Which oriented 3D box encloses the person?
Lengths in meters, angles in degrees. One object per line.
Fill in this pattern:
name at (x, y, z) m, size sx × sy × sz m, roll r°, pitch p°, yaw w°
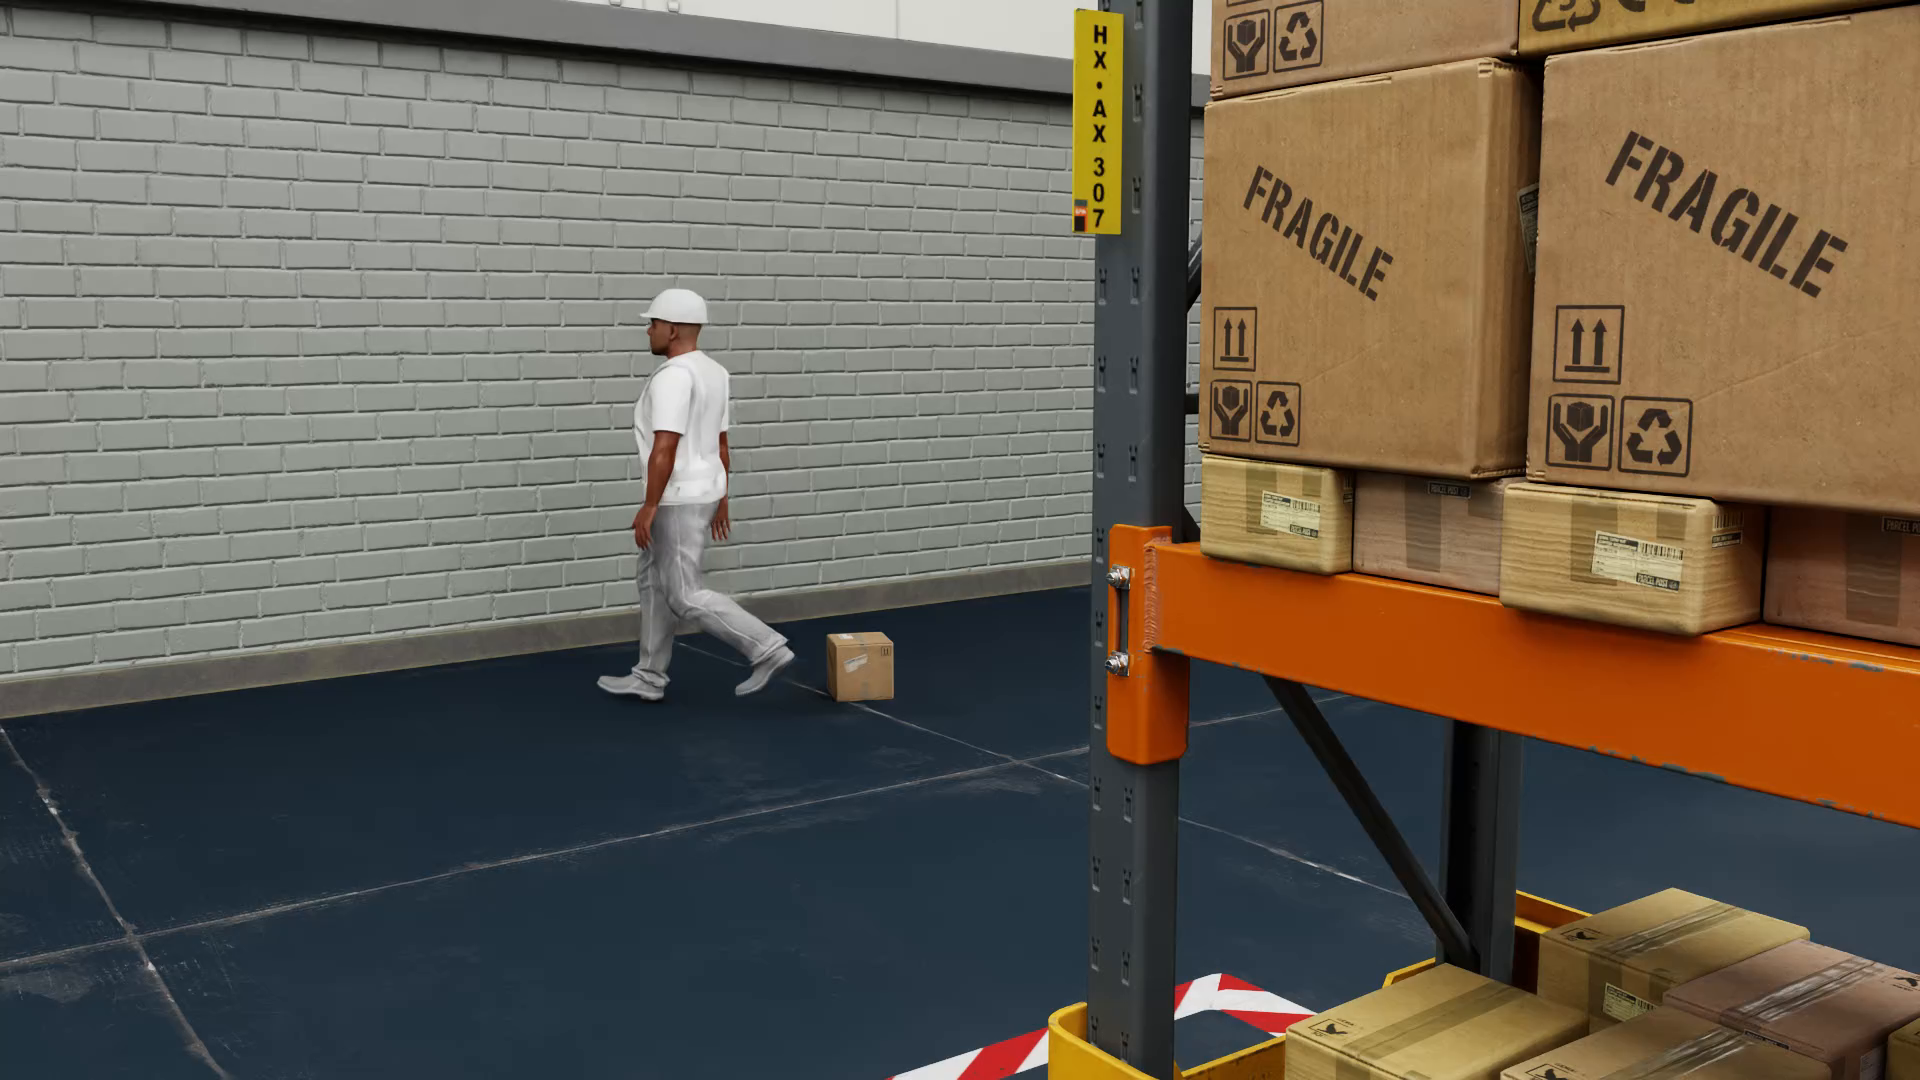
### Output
person at (-1.129, -0.170, 6.953) m, size 0.910 × 1.742 × 0.591 m, roll 1°, pitch 8°, yaw 7°
